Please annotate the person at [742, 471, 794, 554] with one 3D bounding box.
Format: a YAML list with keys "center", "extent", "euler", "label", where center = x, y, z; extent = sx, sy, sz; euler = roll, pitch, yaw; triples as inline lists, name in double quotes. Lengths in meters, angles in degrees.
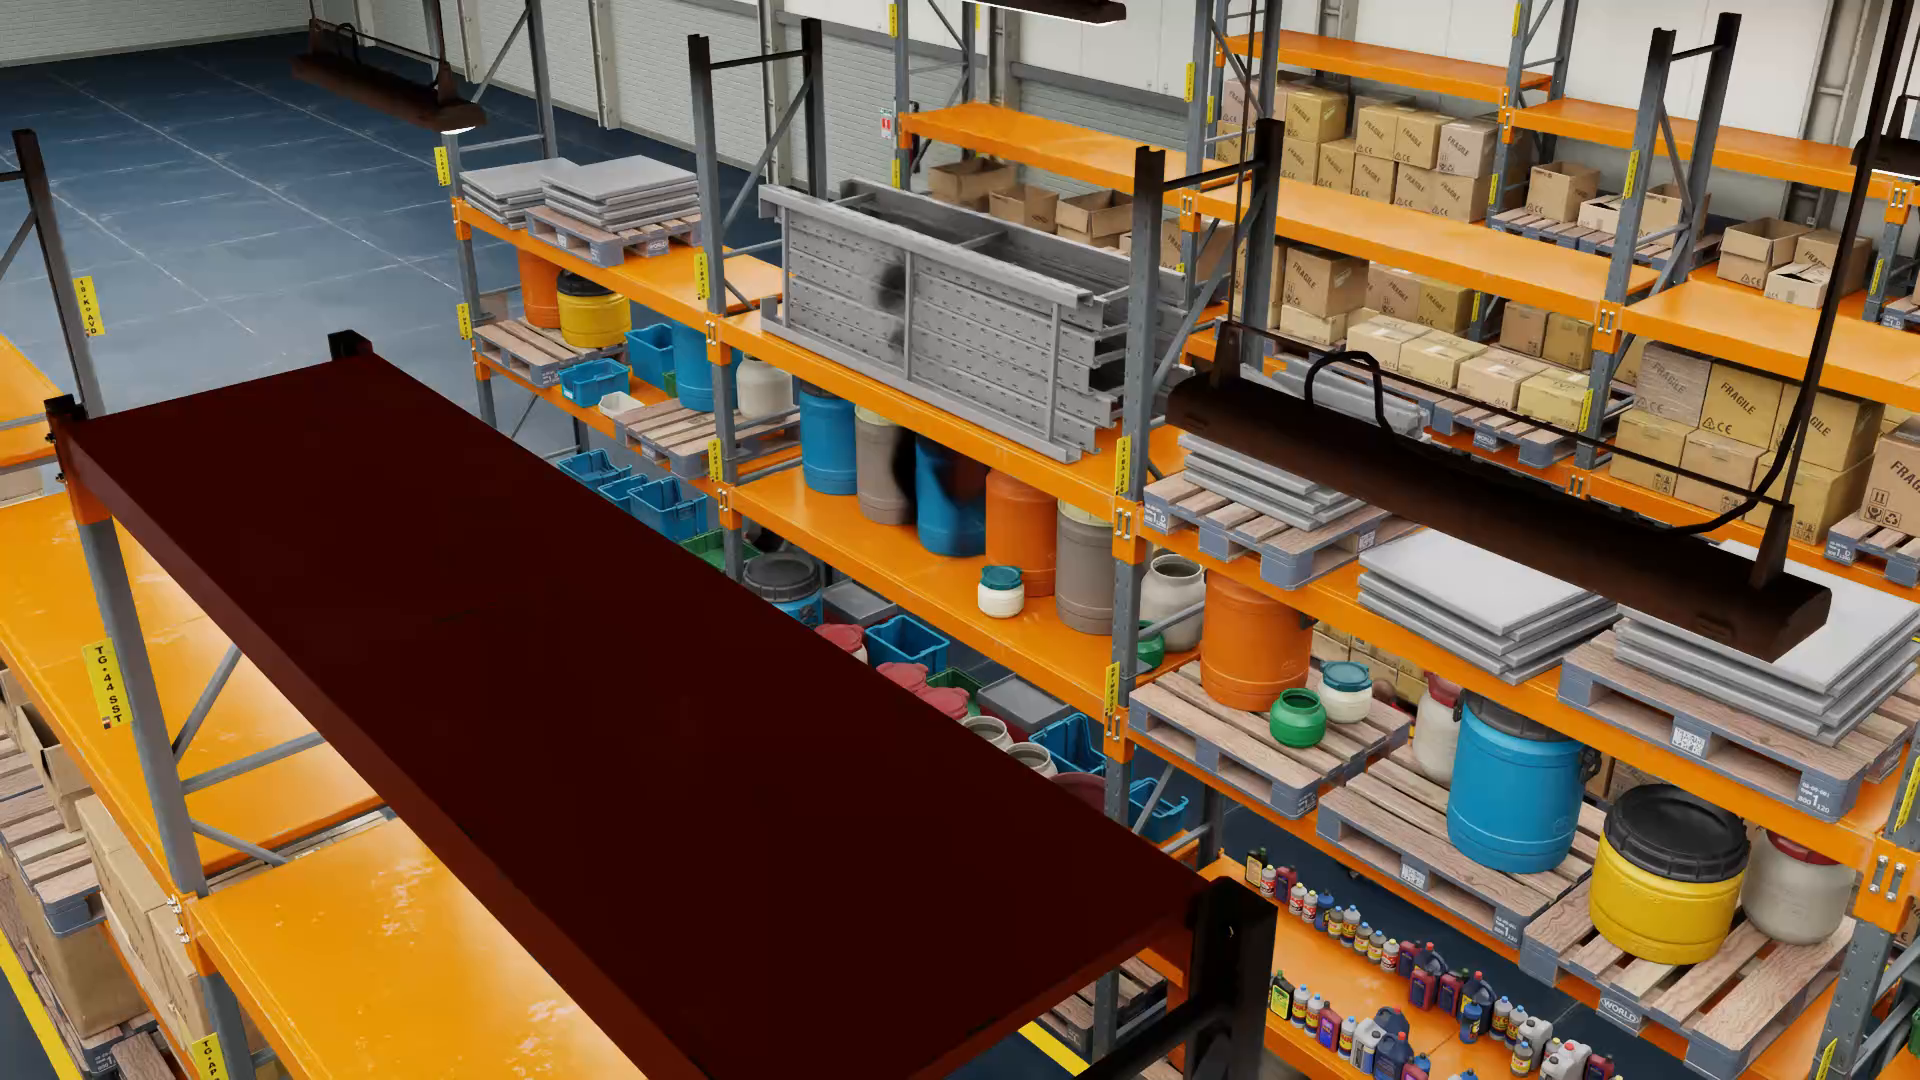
- center: [-1.741, 0.057, 15.609]
  extent: [0.580, 1.677, 0.647]
  euler: [22, 35, 37]
  label: "person"

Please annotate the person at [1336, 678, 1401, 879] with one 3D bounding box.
- center: [2.936, 1.725, 12.312]
  extent: [0.600, 1.679, 0.653]
  euler: [21, 34, 36]
  label: "person"
